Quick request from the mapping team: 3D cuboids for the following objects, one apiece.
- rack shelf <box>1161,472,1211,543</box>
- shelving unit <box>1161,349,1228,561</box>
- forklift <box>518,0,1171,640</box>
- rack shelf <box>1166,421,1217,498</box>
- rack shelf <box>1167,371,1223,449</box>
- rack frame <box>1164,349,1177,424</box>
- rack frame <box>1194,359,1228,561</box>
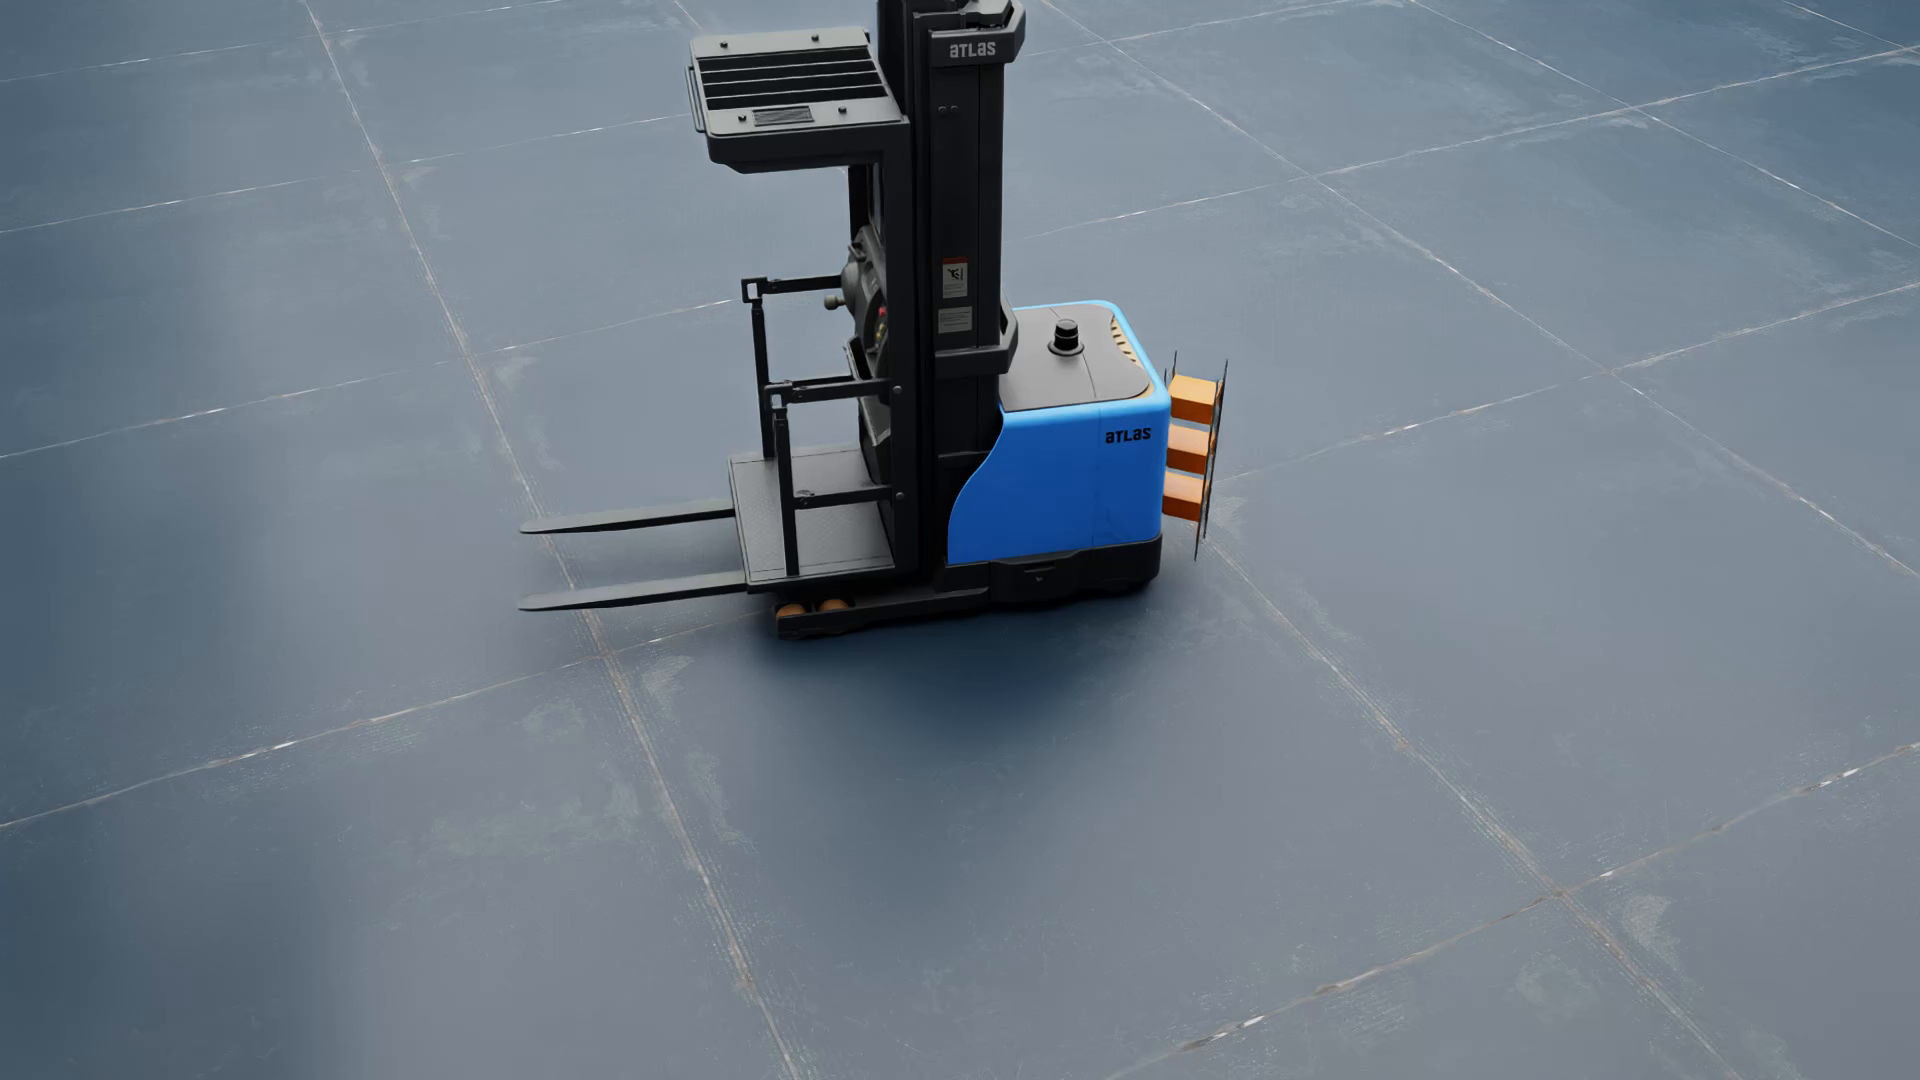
[{"bbox_3d":[1.090,-0.169,8.221,0.240,0.259,0.215,13,39,16],"label":"rack shelf"},{"bbox_3d":[1.094,-0.400,8.048,0.252,1.050,0.215,13,39,16],"label":"shelving unit"},{"bbox_3d":[-0.601,-1.056,7.356,3.031,2.935,1.130,-7,37,-9],"label":"forklift"},{"bbox_3d":[1.094,-0.391,8.054,0.240,0.259,0.215,13,39,16],"label":"rack shelf"},{"bbox_3d":[1.098,-0.618,7.884,0.240,0.259,0.215,13,39,16],"label":"rack shelf"},{"bbox_3d":[0.980,-0.427,8.081,0.008,1.050,0.200,13,39,16],"label":"rack frame"},{"bbox_3d":[1.208,-0.373,8.014,0.008,1.050,0.200,13,39,16],"label":"rack frame"}]
